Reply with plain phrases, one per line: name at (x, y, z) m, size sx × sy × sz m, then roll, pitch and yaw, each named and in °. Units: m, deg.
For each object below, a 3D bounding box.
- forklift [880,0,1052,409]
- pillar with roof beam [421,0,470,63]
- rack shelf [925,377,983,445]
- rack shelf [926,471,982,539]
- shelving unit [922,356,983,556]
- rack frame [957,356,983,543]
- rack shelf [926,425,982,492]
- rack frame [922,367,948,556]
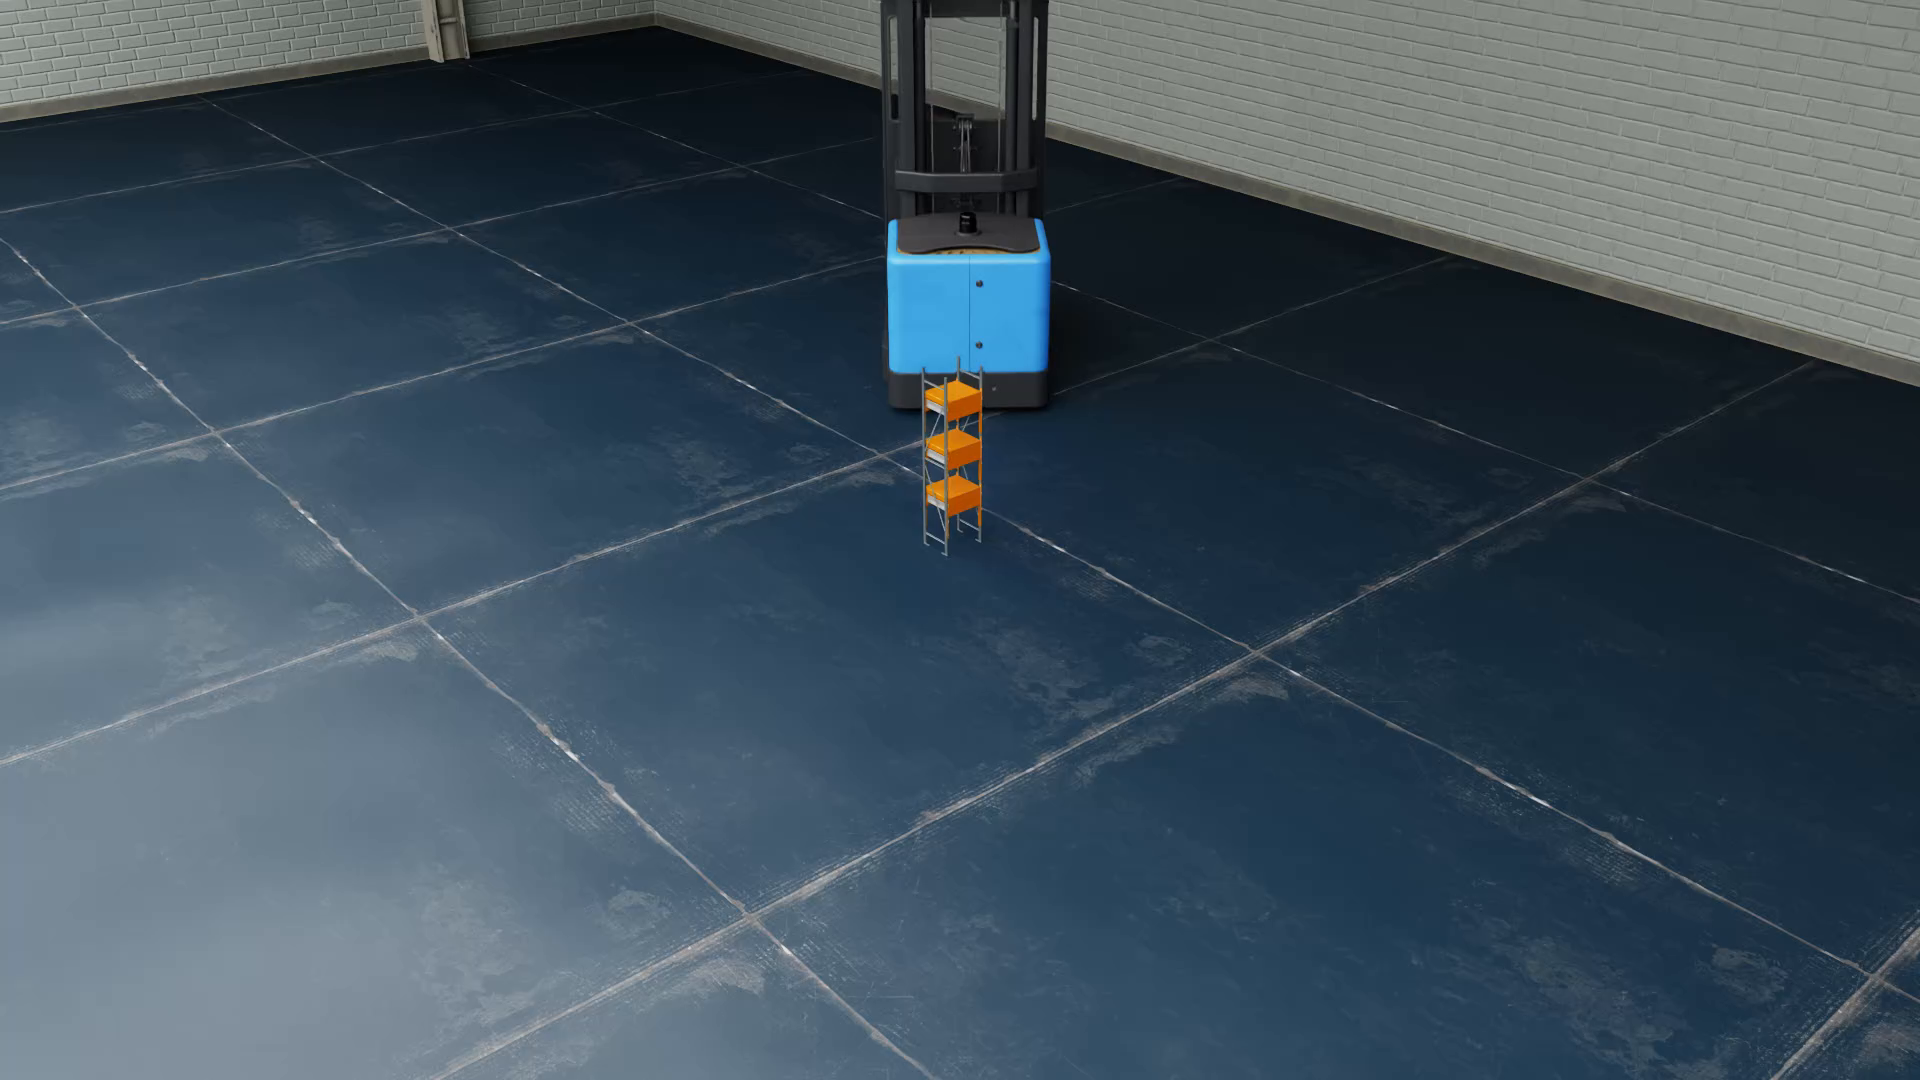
forklift at (0.019, -2.792, 11.364) m, size 1.130 × 2.935 × 3.031 m, roll -1°, pitch 28°, yaw -1°
pillar with roof beam at (-3.406, -8.280, 15.196) m, size 0.400 × 9.000 × 9.100 m, roll -22°, pitch 35°, yaw -35°
rack shelf at (-0.041, -0.688, 8.843) m, size 0.240 × 0.259 × 0.215 m, roll -22°, pitch 35°, yaw -35°
rack shelf at (-0.041, -0.192, 9.108) m, size 0.240 × 0.259 × 0.215 m, roll -22°, pitch 35°, yaw -35°
shelving unit at (-0.041, -0.447, 8.972) m, size 0.252 × 1.050 × 0.215 m, roll -22°, pitch 35°, yaw -35°
rack frame at (0.052, -0.484, 9.042) m, size 0.008 × 1.050 × 0.200 m, roll -22°, pitch 35°, yaw -35°
rack shelf at (-0.041, -0.437, 8.977) m, size 0.240 × 0.259 × 0.215 m, roll -22°, pitch 35°, yaw -35°
rack frame at (-0.134, -0.409, 8.902) m, size 0.008 × 1.050 × 0.200 m, roll -22°, pitch 35°, yaw -35°
